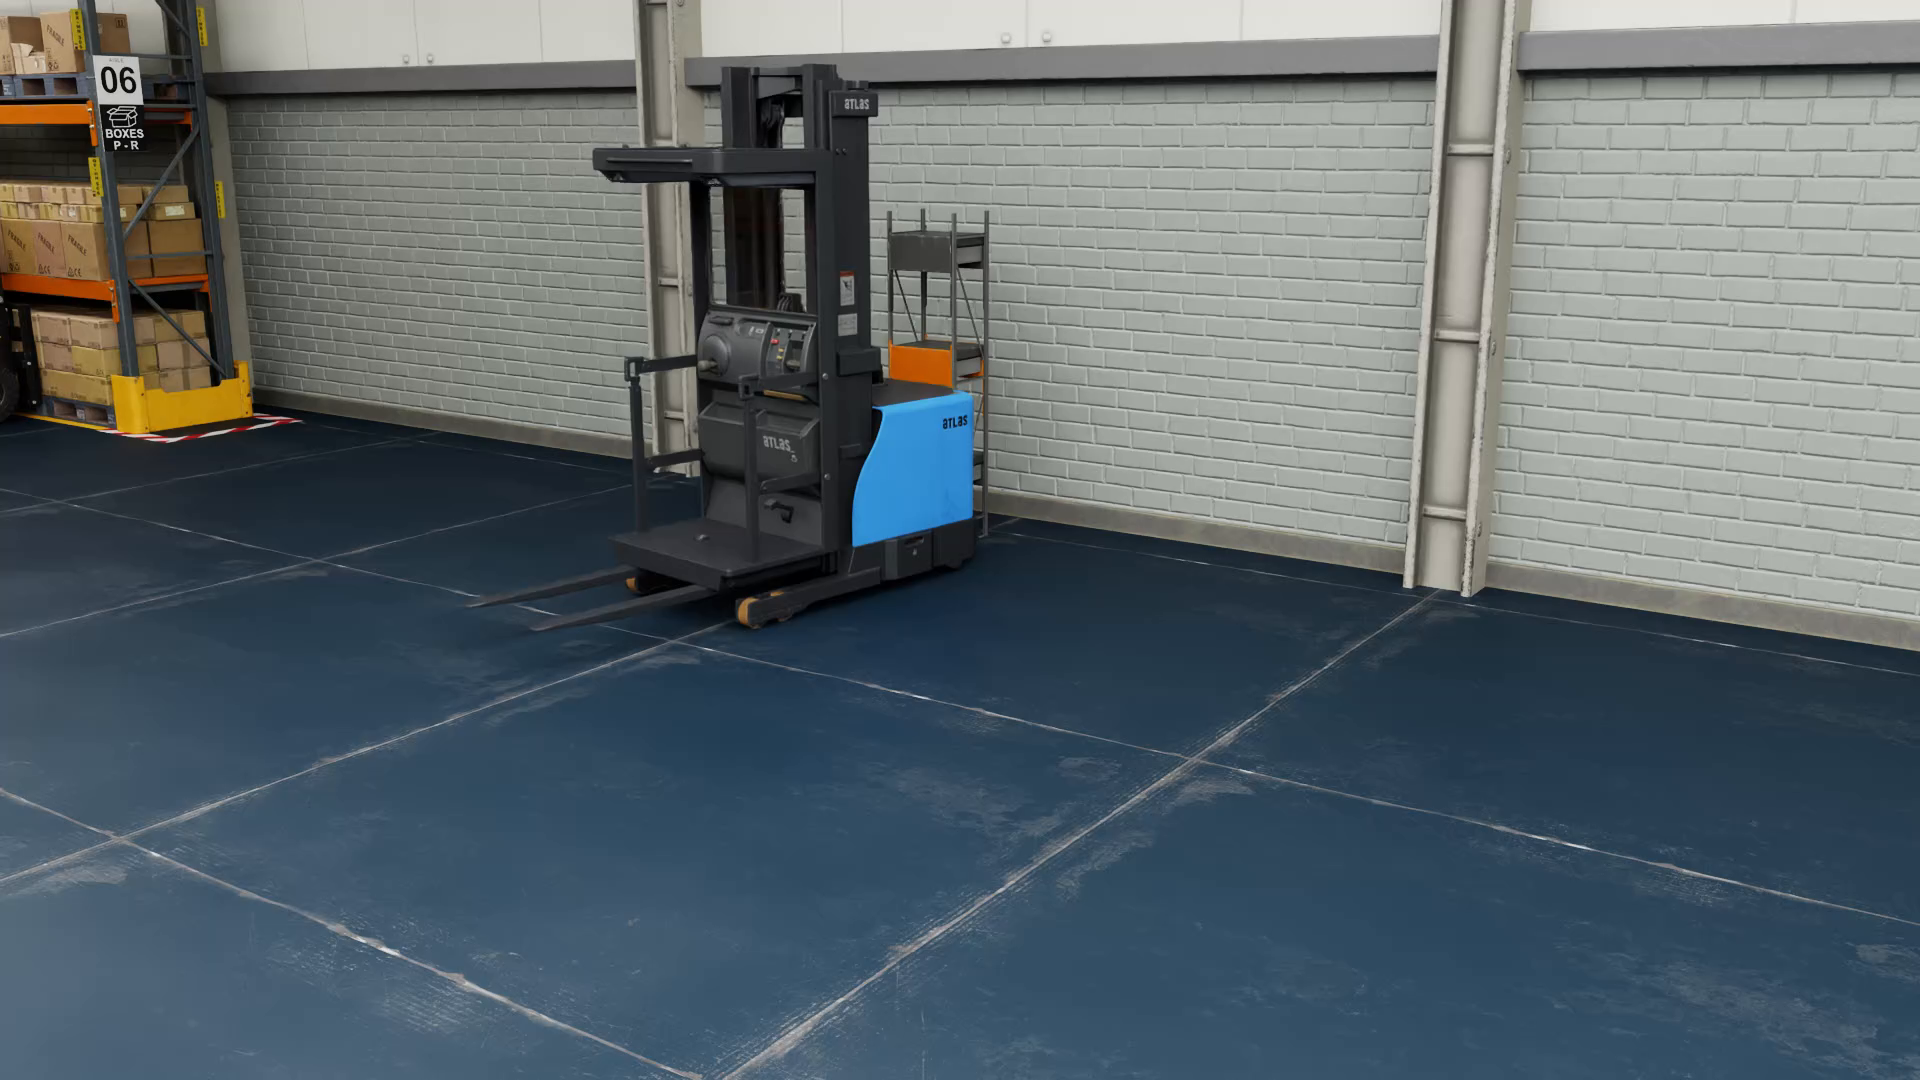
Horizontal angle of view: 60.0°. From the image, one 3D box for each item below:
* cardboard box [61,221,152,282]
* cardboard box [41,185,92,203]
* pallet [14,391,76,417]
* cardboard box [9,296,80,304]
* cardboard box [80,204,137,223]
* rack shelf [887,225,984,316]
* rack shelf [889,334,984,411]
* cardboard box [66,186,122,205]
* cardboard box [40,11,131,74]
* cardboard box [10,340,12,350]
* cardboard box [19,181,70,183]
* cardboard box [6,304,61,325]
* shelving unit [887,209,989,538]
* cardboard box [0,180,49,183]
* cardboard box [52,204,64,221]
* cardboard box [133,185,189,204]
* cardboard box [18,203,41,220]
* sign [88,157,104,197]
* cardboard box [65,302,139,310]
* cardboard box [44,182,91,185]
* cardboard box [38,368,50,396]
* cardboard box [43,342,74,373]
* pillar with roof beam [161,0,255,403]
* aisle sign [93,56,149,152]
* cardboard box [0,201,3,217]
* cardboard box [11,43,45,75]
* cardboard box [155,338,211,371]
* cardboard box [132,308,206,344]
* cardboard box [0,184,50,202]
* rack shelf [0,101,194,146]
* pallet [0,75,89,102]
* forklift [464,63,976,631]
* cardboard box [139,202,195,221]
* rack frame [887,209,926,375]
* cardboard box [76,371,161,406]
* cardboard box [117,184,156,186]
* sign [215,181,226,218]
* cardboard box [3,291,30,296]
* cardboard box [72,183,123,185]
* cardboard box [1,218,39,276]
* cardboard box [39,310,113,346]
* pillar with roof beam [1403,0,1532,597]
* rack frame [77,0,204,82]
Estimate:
[{"bbox_3d":[-7.602,-2.585,14.814,0.500,0.500,0.500,9,16,32],"label":"cardboard box"},{"bbox_3d":[-8.081,-3.141,15.093,0.250,0.149,0.380,9,17,33],"label":"cardboard box"},{"bbox_3d":[-8.713,-1.427,16.148,1.213,0.211,1.003,9,17,33],"label":"pallet"},{"bbox_3d":[-9.009,-2.251,16.440,0.500,0.250,0.500,9,17,33],"label":"cardboard box"},{"bbox_3d":[-7.491,-2.877,14.643,0.250,0.149,0.380,9,17,34],"label":"cardboard box"},{"bbox_3d":[-0.137,-1.708,10.496,0.480,0.518,0.431,9,17,33],"label":"rack shelf"},{"bbox_3d":[-0.137,-1.028,10.664,0.480,0.518,0.431,9,17,33],"label":"rack shelf"},{"bbox_3d":[-7.684,-3.063,14.778,0.250,0.149,0.380,9,17,33],"label":"cardboard box"},{"bbox_3d":[-7.550,-4.290,14.380,0.500,0.500,0.500,10,17,35],"label":"cardboard box"},{"bbox_3d":[-8.889,-1.840,15.820,0.500,0.250,0.500,9,17,33],"label":"cardboard box"},{"bbox_3d":[-8.888,-3.406,16.163,0.250,0.149,0.380,9,16,32],"label":"cardboard box"},{"bbox_3d":[-8.871,-2.079,15.747,0.500,0.250,0.500,9,16,32],"label":"cardboard box"},{"bbox_3d":[-0.137,-1.041,10.661,0.503,2.100,0.431,9,17,33],"label":"shelving unit"},{"bbox_3d":[-9.278,-3.488,16.496,0.250,0.149,0.380,9,16,32],"label":"cardboard box"},{"bbox_3d":[-7.901,-2.952,14.948,0.250,0.149,0.380,10,17,34],"label":"cardboard box"},{"bbox_3d":[-7.206,-3.118,14.999,0.250,0.149,0.380,9,16,32],"label":"cardboard box"},{"bbox_3d":[-8.348,-3.014,15.198,0.250,0.149,0.380,9,16,31],"label":"cardboard box"},{"bbox_3d":[-7.361,-3.093,14.174,0.005,0.325,0.100,9,17,33],"label":"sign"},{"bbox_3d":[-8.166,-2.115,15.891,0.500,0.250,0.500,9,17,32],"label":"cardboard box"},{"bbox_3d":[-8.474,-3.331,15.860,0.250,0.149,0.380,9,17,33],"label":"cardboard box"},{"bbox_3d":[-8.431,-1.529,15.606,0.500,0.250,0.500,9,17,33],"label":"cardboard box"},{"bbox_3d":[-8.035,-1.707,15.283,0.500,0.250,0.500,9,17,32],"label":"cardboard box"},{"bbox_3d":[-9.524,-4.849,11.686,0.400,9.000,9.100,9,17,33],"label":"pillar with roof beam"},{"bbox_3d":[-7.156,-3.717,14.186,0.004,0.787,0.394,9,17,33],"label":"aisle sign"},{"bbox_3d":[-8.726,-3.095,15.526,0.250,0.149,0.380,9,17,32],"label":"cardboard box"},{"bbox_3d":[-8.114,-4.250,14.706,0.258,0.266,0.396,9,17,33],"label":"cardboard box"},{"bbox_3d":[-7.321,-1.739,15.413,0.500,0.250,0.500,10,17,34],"label":"cardboard box"},{"bbox_3d":[-7.340,-1.979,15.344,0.500,0.250,0.500,9,16,32],"label":"cardboard box"},{"bbox_3d":[-8.577,-3.188,15.280,0.250,0.149,0.380,10,17,34],"label":"cardboard box"},{"bbox_3d":[-8.706,-3.898,15.581,4.000,0.370,1.077,9,17,33],"label":"rack shelf"},{"bbox_3d":[-8.636,-4.199,15.485,1.213,0.211,1.003,9,17,33],"label":"pallet"},{"bbox_3d":[-1.278,-1.086,9.110,1.130,2.935,3.031,13,19,42],"label":"forklift"},{"bbox_3d":[-7.184,-2.983,15.074,0.250,0.149,0.380,9,16,31],"label":"cardboard box"},{"bbox_3d":[-0.340,-1.074,10.793,0.015,2.100,0.400,9,17,33],"label":"rack frame"},{"bbox_3d":[-7.613,-1.392,15.051,0.500,0.250,0.500,9,17,33],"label":"cardboard box"},{"bbox_3d":[-7.632,-3.192,15.300,0.250,0.149,0.380,10,17,34],"label":"cardboard box"},{"bbox_3d":[-6.732,-3.091,15.101,0.005,0.325,0.100,9,17,33],"label":"sign"},{"bbox_3d":[-9.850,-2.386,16.987,0.500,0.250,0.500,10,17,34],"label":"cardboard box"},{"bbox_3d":[-8.061,-3.259,15.569,0.250,0.149,0.380,10,17,35],"label":"cardboard box"},{"bbox_3d":[-8.453,-2.725,15.380,0.500,0.500,0.500,9,16,32],"label":"cardboard box"},{"bbox_3d":[-8.030,-1.944,15.201,0.500,0.250,0.500,10,17,34],"label":"cardboard box"},{"bbox_3d":[0.433,-3.240,5.185,0.400,9.000,9.100,9,17,33],"label":"pillar with roof beam"},{"bbox_3d":[-7.047,-5.435,14.050,0.127,3.000,1.000,9,17,33],"label":"rack frame"}]
